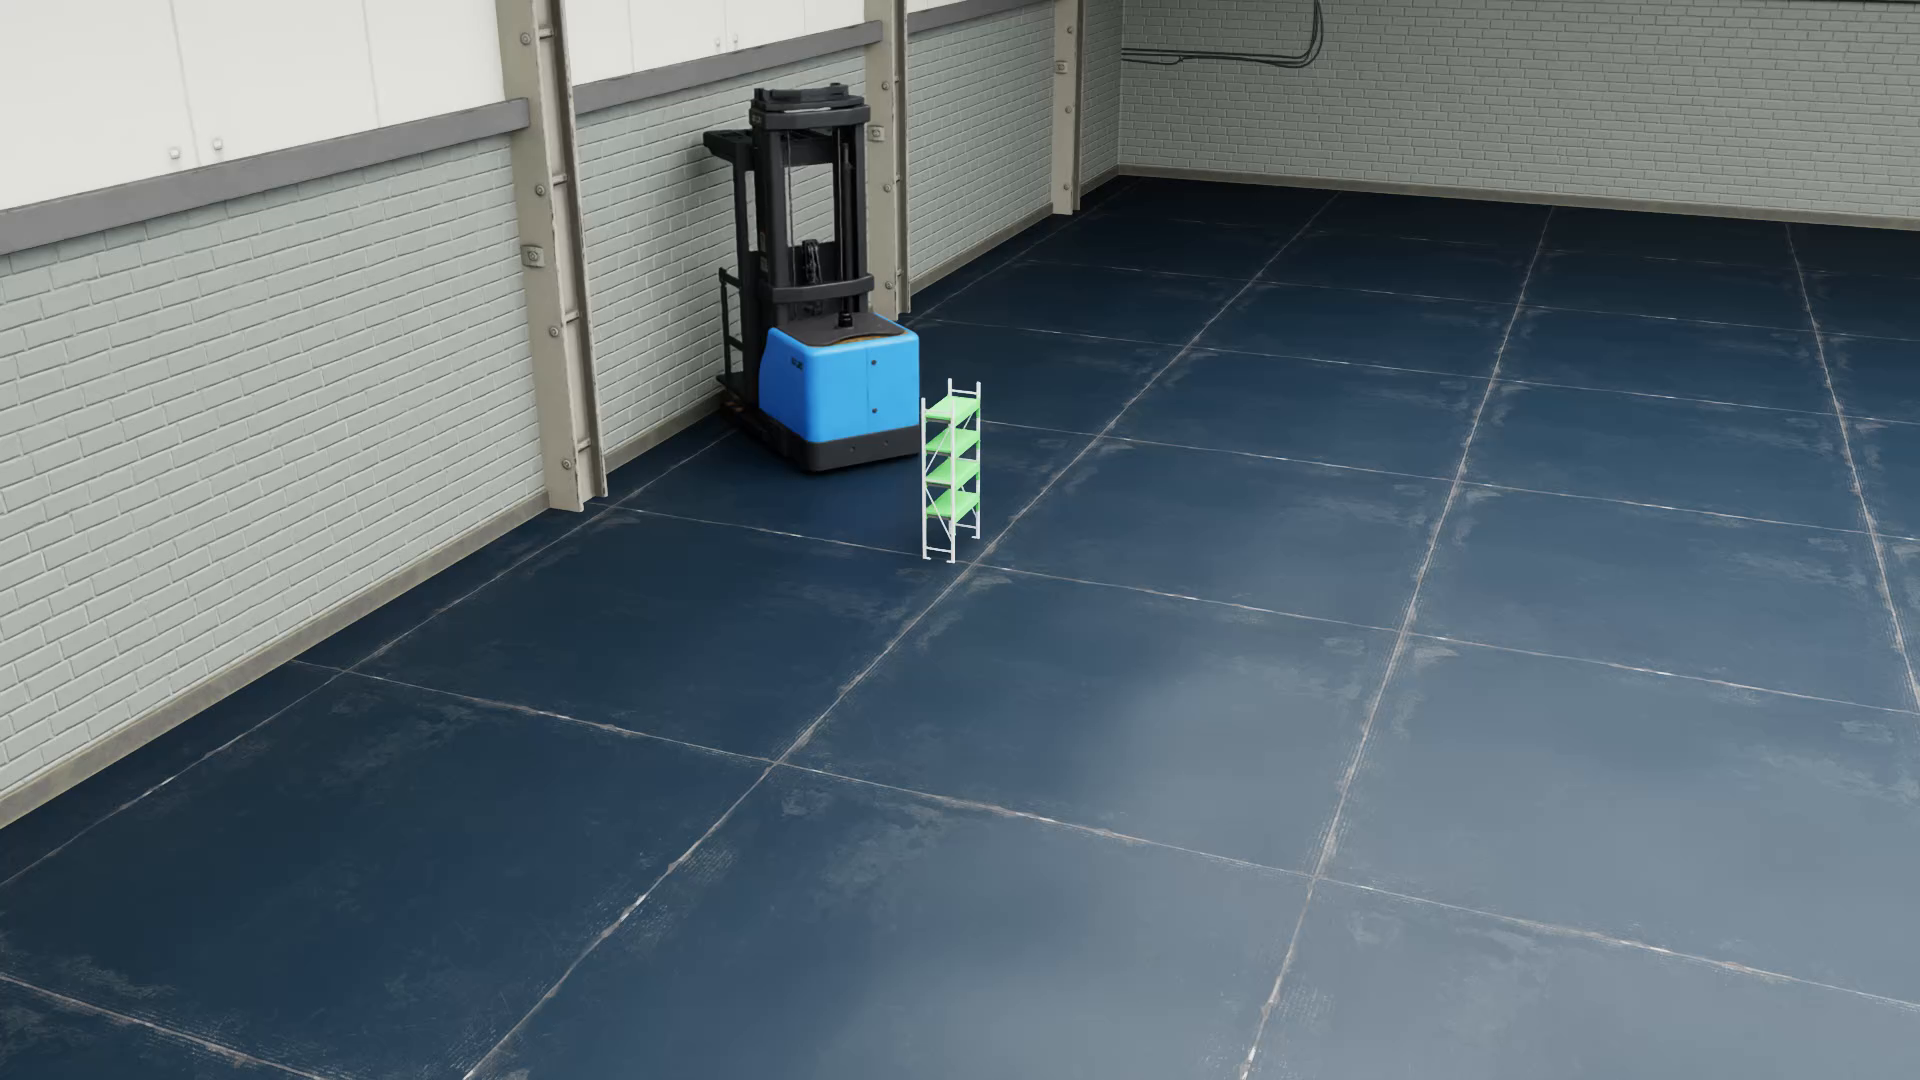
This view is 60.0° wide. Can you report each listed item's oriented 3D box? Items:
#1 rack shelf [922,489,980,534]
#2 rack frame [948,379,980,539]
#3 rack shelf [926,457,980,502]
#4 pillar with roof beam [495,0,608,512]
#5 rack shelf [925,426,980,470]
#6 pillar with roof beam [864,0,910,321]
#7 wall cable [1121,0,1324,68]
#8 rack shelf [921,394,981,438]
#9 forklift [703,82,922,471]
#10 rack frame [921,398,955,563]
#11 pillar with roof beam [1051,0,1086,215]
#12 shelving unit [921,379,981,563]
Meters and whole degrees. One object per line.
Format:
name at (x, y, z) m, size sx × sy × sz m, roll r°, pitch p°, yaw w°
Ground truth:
rack shelf at (-0.061, -0.214, 11.994) m, size 0.258 × 0.148 × 0.480 m, roll 9°, pitch 24°, yaw 20°
rack frame at (0.029, -0.582, 12.086) m, size 0.240 × 1.200 × 0.015 m, roll 9°, pitch 24°, yaw 20°
rack shelf at (-0.061, -0.435, 11.902) m, size 0.258 × 0.148 × 0.480 m, roll 9°, pitch 24°, yaw 20°
pillar with roof beam at (1.011, -3.842, 9.772) m, size 9.100 × 9.000 × 0.400 m, roll 9°, pitch 24°, yaw 20°
rack shelf at (-0.061, -0.657, 11.809) m, size 0.258 × 0.148 × 0.480 m, roll 9°, pitch 24°, yaw 20°
pillar with roof beam at (3.240, -5.989, 14.912) m, size 9.100 × 9.000 × 0.400 m, roll 9°, pitch 24°, yaw 20°
wall cable at (3.793, -8.184, 24.197) m, size 3.097 × 2.526 × 0.112 m, roll 9°, pitch 24°, yaw 20°
rack shelf at (-0.061, -0.878, 11.717) m, size 0.258 × 0.148 × 0.480 m, roll 9°, pitch 24°, yaw 20°
forklift at (-1.480, -2.434, 14.274) m, size 1.130 × 2.935 × 3.031 m, roll -12°, pitch 26°, yaw -27°
rack frame at (-0.152, -0.407, 11.668) m, size 0.240 × 1.200 × 0.015 m, roll 9°, pitch 24°, yaw 20°
pillar with roof beam at (5.468, -8.136, 20.052) m, size 9.100 × 9.000 × 0.400 m, roll 9°, pitch 24°, yaw 20°
shelving unit at (-0.061, -0.494, 11.877) m, size 0.258 × 1.200 × 0.503 m, roll 9°, pitch 24°, yaw 20°
